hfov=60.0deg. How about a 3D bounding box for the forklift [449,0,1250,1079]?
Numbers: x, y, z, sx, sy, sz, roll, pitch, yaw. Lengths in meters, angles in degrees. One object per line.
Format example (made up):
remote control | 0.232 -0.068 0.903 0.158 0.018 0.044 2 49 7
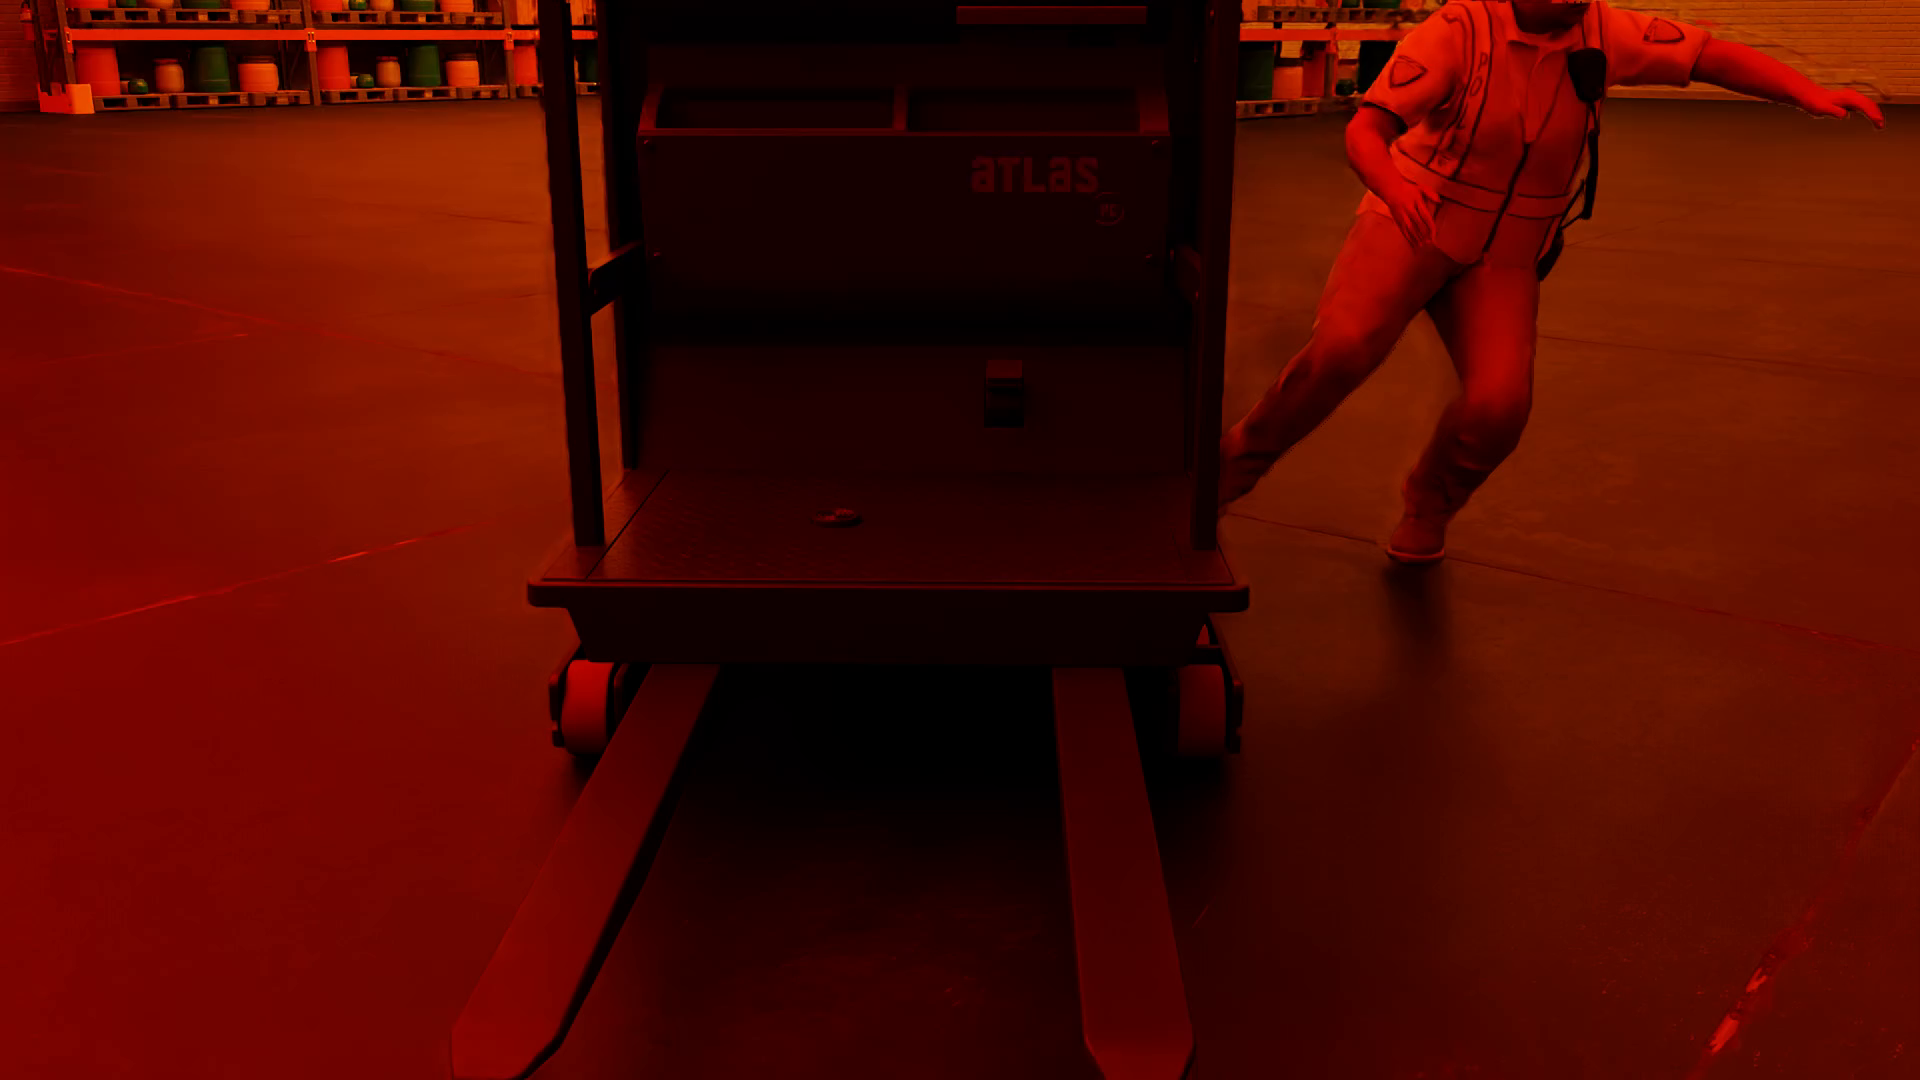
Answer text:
forklift | -0.100 -1.128 2.613 1.130 2.935 3.031 0 17 1

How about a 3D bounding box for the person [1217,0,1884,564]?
person | 1.025 -0.610 3.495 1.358 1.423 0.833 -2 17 -7
